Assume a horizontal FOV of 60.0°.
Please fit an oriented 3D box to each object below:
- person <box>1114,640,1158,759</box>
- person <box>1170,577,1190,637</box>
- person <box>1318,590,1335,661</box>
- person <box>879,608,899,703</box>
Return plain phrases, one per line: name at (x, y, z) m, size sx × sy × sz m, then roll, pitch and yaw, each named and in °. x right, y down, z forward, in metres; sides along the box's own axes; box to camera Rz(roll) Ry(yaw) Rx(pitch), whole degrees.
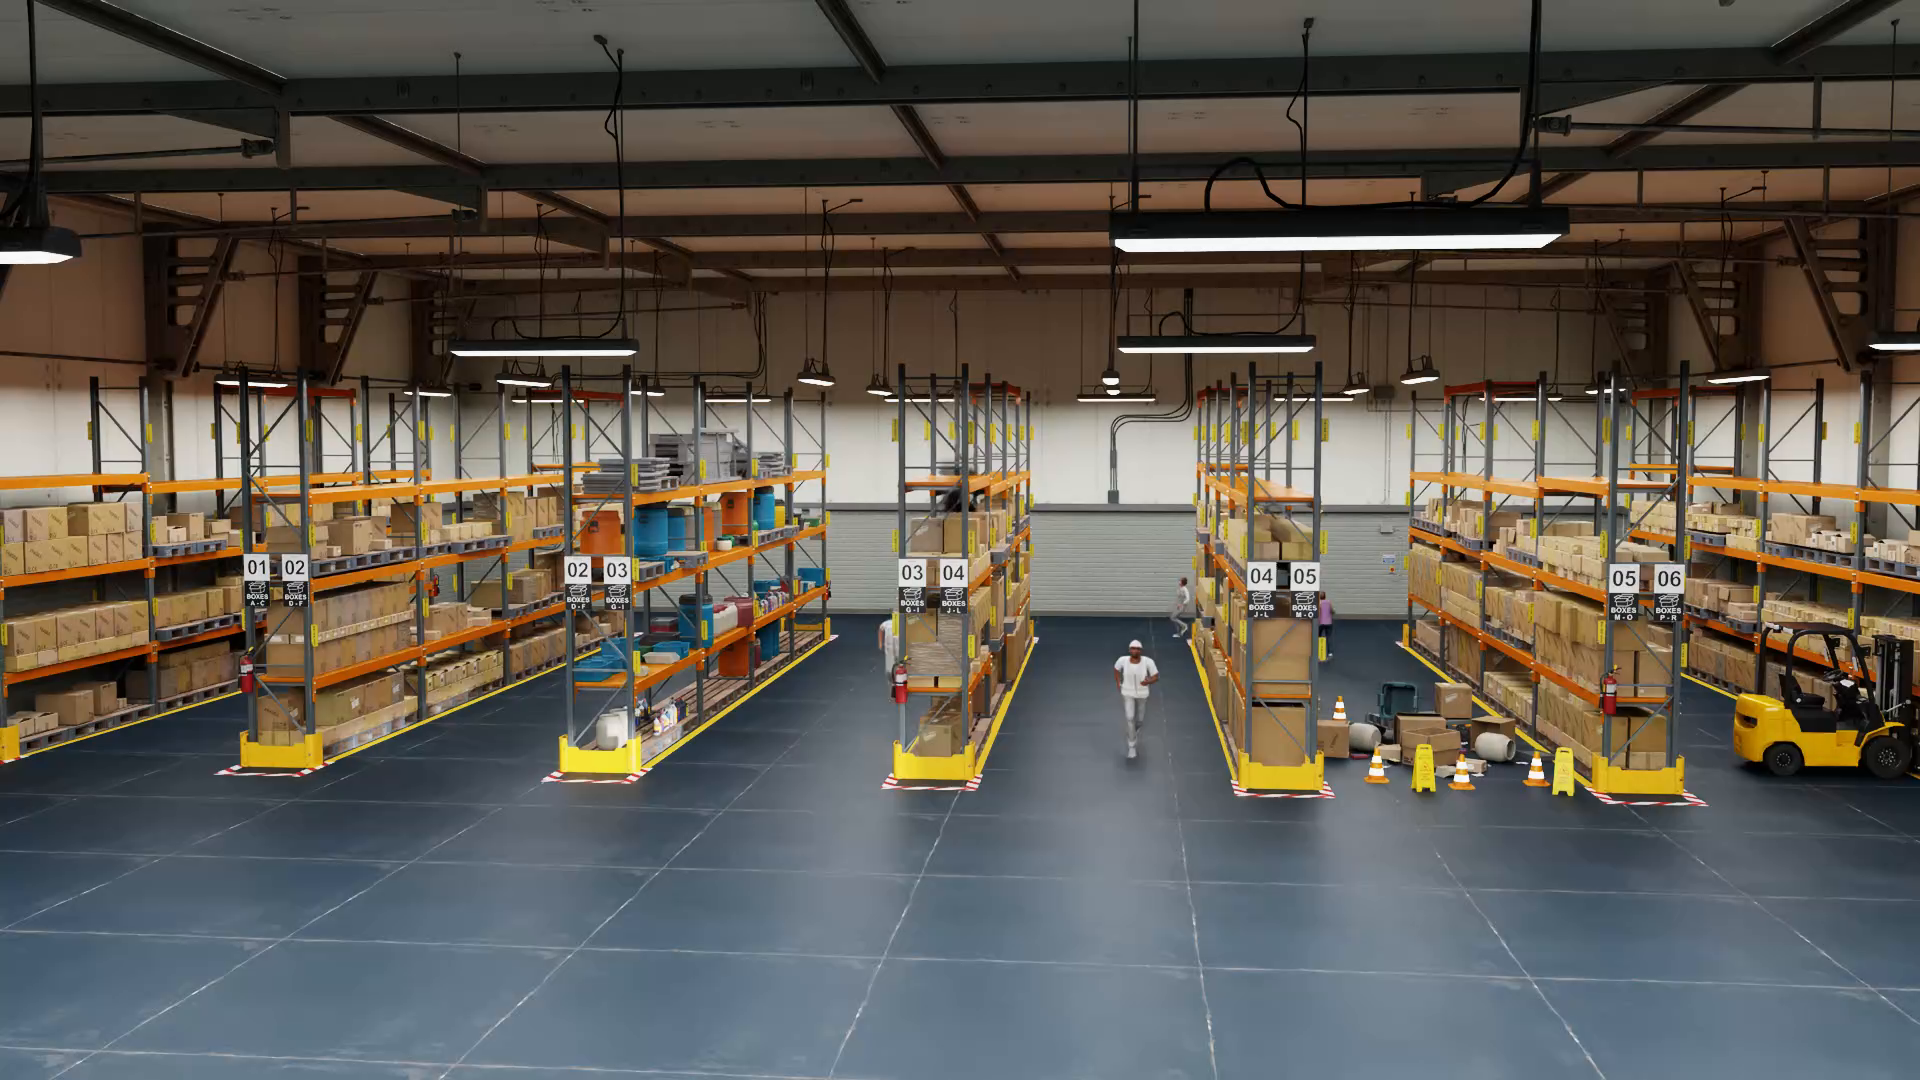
person at (2.774, 2.455, 26.083) m, size 0.661 × 1.796 × 1.102 m, roll 0°, pitch 4°, yaw -2°
person at (5.363, 1.649, 40.681) m, size 0.464 × 1.527 × 0.641 m, roll 0°, pitch 4°, yaw -2°
person at (7.930, 1.901, 36.143) m, size 0.539 × 1.596 × 0.951 m, roll 0°, pitch 4°, yaw -2°
person at (-1.197, 2.140, 31.002) m, size 0.690 × 1.797 × 0.847 m, roll 0°, pitch 4°, yaw 6°
